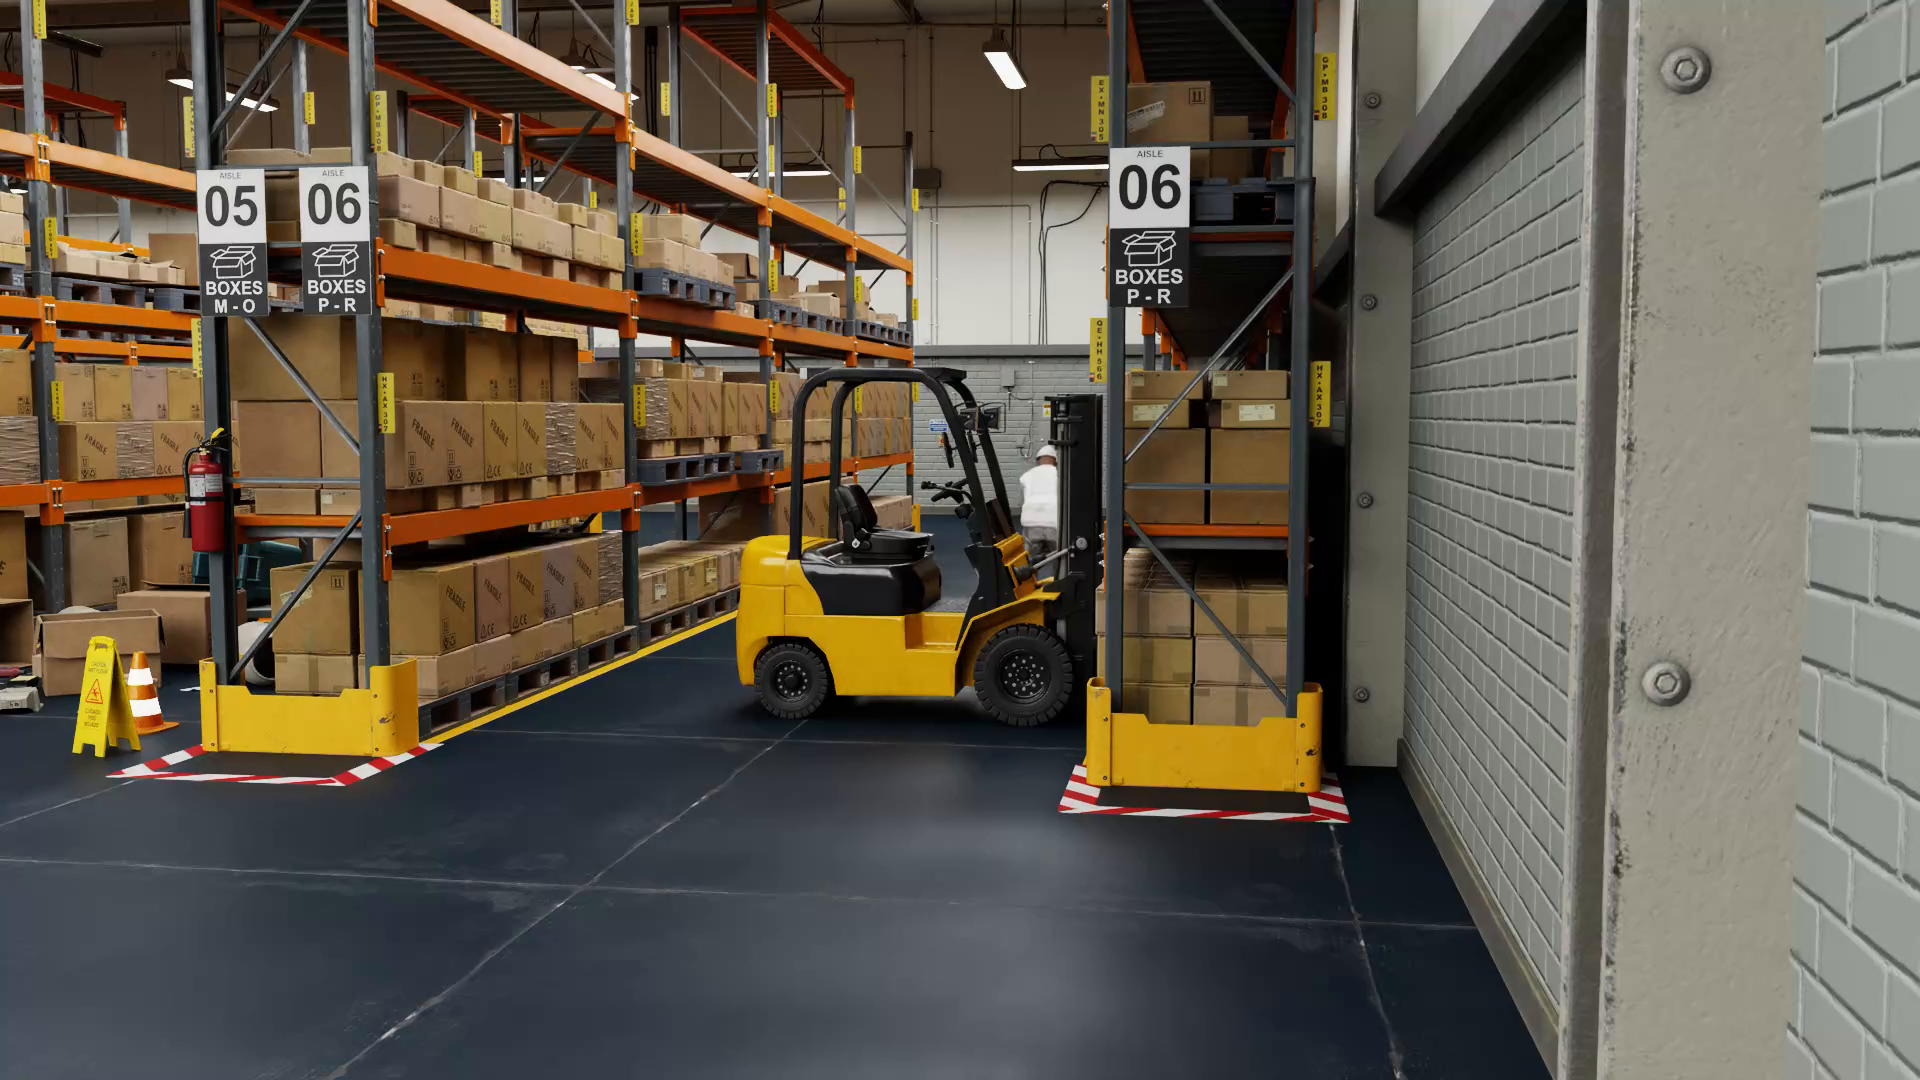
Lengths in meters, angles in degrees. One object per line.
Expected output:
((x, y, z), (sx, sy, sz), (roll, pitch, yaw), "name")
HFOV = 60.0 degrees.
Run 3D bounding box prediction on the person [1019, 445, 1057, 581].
((0.767, -0.052, 14.897), (0.481, 1.585, 0.786), (1, 4, 7), "person")
